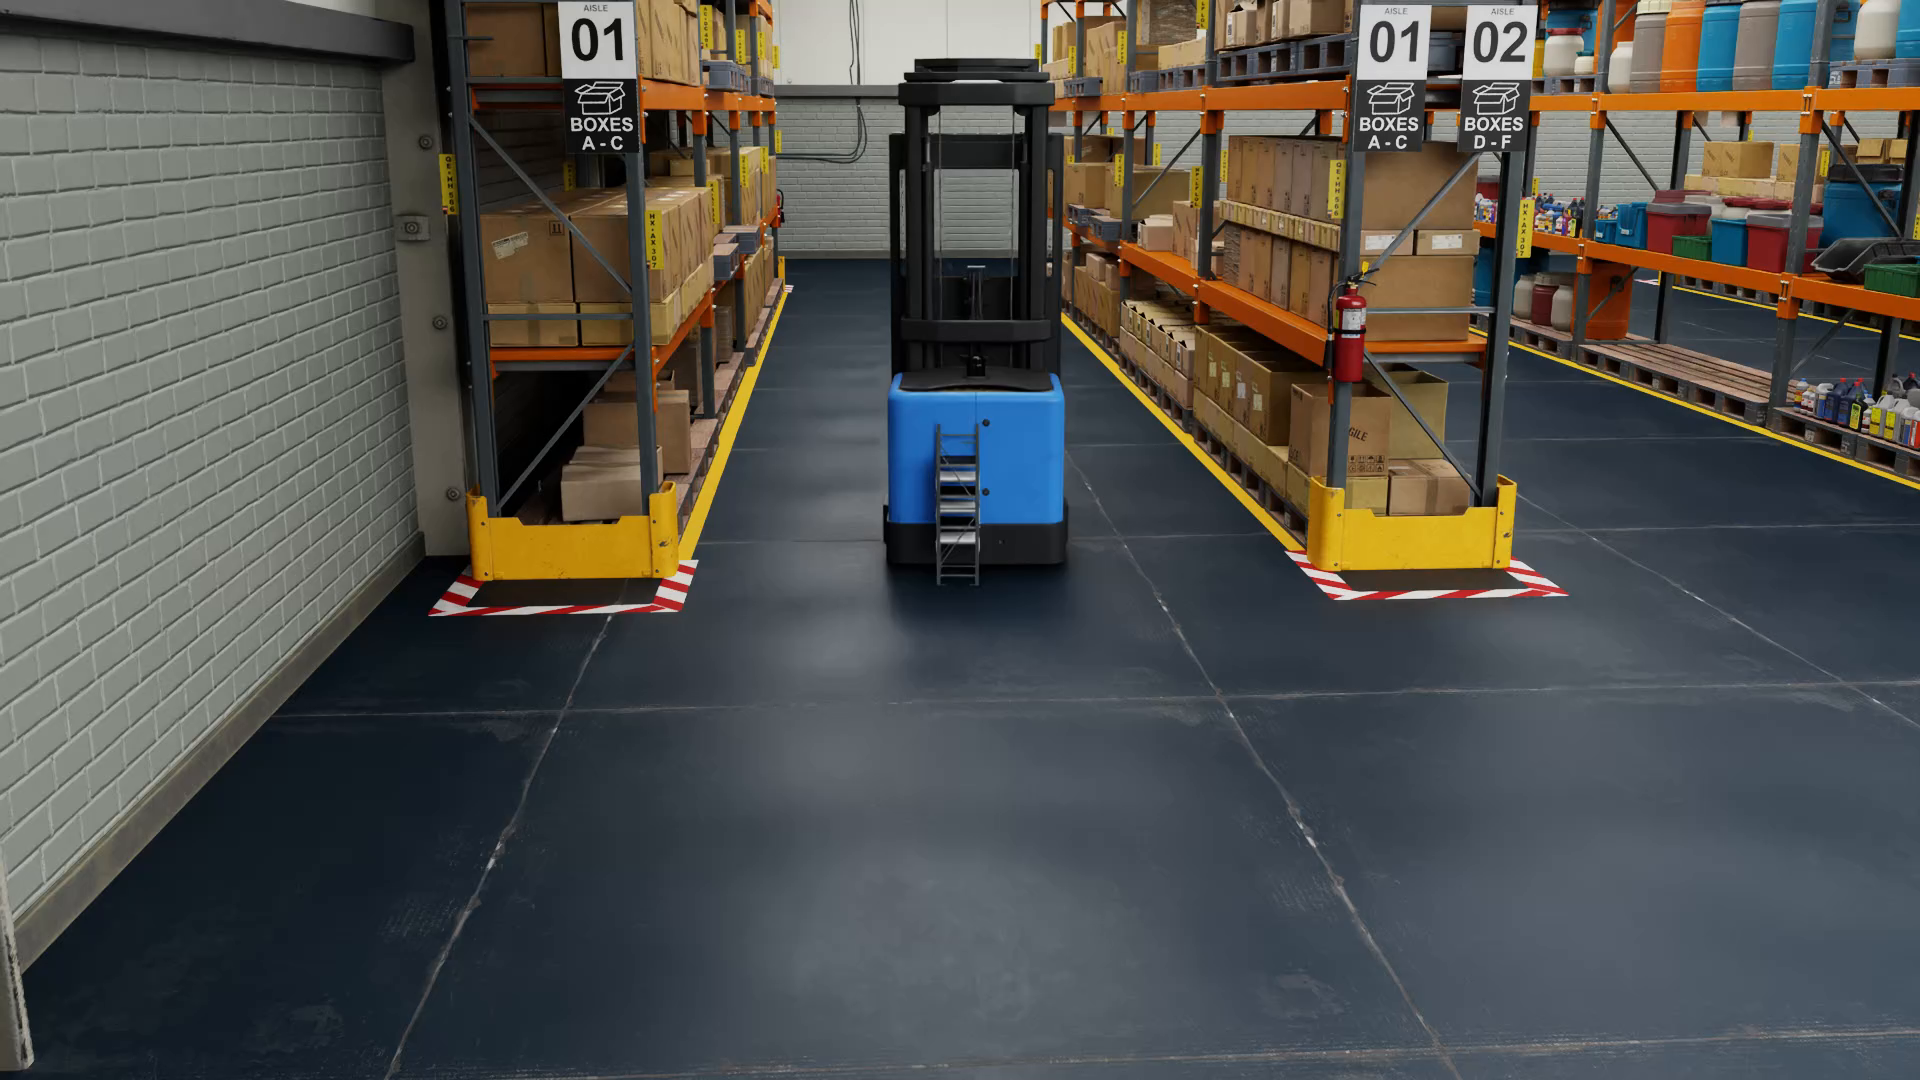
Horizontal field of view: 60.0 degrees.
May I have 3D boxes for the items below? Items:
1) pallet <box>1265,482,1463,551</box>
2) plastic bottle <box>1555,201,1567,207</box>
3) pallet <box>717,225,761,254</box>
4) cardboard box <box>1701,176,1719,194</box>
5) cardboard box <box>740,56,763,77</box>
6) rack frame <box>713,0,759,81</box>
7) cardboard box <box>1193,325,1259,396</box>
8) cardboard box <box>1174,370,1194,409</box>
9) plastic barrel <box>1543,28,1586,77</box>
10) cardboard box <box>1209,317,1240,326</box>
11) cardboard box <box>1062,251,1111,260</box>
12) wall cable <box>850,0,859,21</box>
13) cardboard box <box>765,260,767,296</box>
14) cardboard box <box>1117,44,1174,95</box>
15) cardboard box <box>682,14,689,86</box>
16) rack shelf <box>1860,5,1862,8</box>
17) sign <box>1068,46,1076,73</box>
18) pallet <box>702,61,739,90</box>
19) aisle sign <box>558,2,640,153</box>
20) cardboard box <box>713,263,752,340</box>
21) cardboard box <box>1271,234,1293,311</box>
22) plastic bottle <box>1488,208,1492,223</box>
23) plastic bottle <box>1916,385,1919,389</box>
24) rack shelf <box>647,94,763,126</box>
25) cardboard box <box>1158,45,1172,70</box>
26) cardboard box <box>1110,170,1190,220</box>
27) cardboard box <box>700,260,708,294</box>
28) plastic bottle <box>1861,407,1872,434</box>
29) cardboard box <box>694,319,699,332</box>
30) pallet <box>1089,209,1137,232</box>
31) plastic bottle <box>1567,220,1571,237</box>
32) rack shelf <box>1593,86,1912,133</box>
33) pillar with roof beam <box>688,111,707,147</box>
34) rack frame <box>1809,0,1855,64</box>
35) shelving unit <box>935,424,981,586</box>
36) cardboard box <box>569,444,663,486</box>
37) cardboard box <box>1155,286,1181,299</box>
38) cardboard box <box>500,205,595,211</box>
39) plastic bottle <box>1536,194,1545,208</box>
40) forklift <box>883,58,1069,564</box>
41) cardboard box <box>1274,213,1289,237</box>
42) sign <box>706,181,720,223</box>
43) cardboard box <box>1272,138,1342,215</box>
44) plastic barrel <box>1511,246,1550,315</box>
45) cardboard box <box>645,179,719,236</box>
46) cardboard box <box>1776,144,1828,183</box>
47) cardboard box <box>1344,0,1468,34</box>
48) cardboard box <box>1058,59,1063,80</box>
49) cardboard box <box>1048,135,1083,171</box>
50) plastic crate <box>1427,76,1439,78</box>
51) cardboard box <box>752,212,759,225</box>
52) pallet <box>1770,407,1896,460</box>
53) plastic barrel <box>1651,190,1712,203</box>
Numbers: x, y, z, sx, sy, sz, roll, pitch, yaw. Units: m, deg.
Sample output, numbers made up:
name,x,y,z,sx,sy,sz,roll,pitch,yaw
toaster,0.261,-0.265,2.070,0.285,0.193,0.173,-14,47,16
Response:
name,x,y,z,sx,sy,sz,roll,pitch,yaw
pallet,2.603,-0.165,10.744,1.003,0.211,1.213,-1,14,-3
plastic bottle,7.302,-3.983,20.236,0.152,0.276,0.135,-1,14,-3
pallet,-2.597,-2.970,16.434,1.213,0.211,1.003,-1,14,-3
cardboard box,11.387,-5.276,24.716,0.500,0.250,0.500,-1,14,-4
cardboard box,-2.775,-6.041,21.222,0.500,0.250,0.500,-1,14,-4
rack frame,-2.996,-7.138,20.211,1.000,3.000,0.127,-1,14,-3
cardboard box,2.160,-1.436,13.256,0.500,0.500,0.500,-1,14,-3
cardboard box,2.129,-1.291,14.200,0.500,0.250,0.500,-1,14,-4
plastic barrel,6.880,-5.552,18.948,0.433,0.535,0.433,0,14,0
cardboard box,2.570,-1.953,15.647,0.500,0.311,0.500,0,14,-2
cardboard box,1.827,-3.782,23.331,0.797,0.503,0.637,-1,14,-3
wall cable,-0.537,-10.529,29.486,3.097,2.526,0.112,-1,14,-3
cardboard box,-2.967,-3.538,22.433,0.700,0.500,0.500,-1,14,-4
cardboard box,2.135,-4.925,17.426,0.910,0.500,0.500,-1,14,-3
cardboard box,-2.203,-3.506,11.874,0.500,0.500,0.500,-2,15,-8
rack shelf,11.712,-7.323,23.175,1.077,0.370,4.000,-1,14,-3
sign,1.407,-6.003,20.781,0.100,0.325,0.005,-1,14,-3
pallet,-2.432,-3.760,13.479,1.213,0.211,1.003,-1,14,-3
aisle sign,-1.948,-2.494,8.984,0.394,0.787,0.004,-1,14,-3
cardboard box,-2.662,-2.585,18.026,0.750,0.750,0.750,-1,14,-4
cardboard box,2.577,-1.876,11.596,0.700,0.500,0.500,0,14,-2
plastic bottle,6.555,-4.000,20.452,0.097,0.201,0.097,0,14,0
plastic bottle,7.727,-1.123,13.305,0.144,0.351,0.185,-2,15,-6
rack shelf,-2.872,-4.840,18.741,1.077,0.370,4.000,-1,14,-3
cardboard box,2.280,-4.787,16.550,0.500,0.250,0.500,-2,15,-8
cardboard box,2.045,-3.722,17.930,0.700,0.500,0.500,-6,16,-22
cardboard box,-2.146,-1.943,12.320,0.500,0.250,0.500,-1,14,-3
plastic bottle,7.030,-0.929,12.851,0.097,0.201,0.097,0,14,0
cardboard box,-2.629,-2.031,15.028,0.500,0.250,0.500,-1,14,-5
pallet,2.071,-3.706,19.296,1.003,0.211,1.213,-1,14,-3
plastic bottle,6.700,-3.418,18.189,0.097,0.201,0.097,0,14,0
rack shelf,7.264,-3.998,15.469,1.077,0.370,4.000,-1,14,-3
pillar with roof beam,0.023,-8.858,26.894,9.100,9.000,0.400,-1,14,-3
rack frame,7.388,-5.302,13.073,1.000,3.000,0.127,-1,14,-3
shelving unit,-0.012,-0.198,9.489,0.258,0.900,0.210,0,14,0
cardboard box,-2.241,-0.475,10.865,0.500,0.311,0.500,0,14,1
cardboard box,2.415,-2.566,18.613,0.500,0.500,0.500,-1,14,-5
cardboard box,-2.515,-1.788,10.212,0.500,0.500,0.500,-1,14,-3
plastic bottle,7.143,-4.090,20.503,0.144,0.351,0.185,-1,14,-3
forklift,0.104,-1.586,10.810,1.130,2.935,3.031,0,14,0
cardboard box,2.380,-2.166,11.424,0.380,0.149,0.250,-1,14,-4
sign,-1.959,-2.673,13.158,0.100,0.325,0.005,-1,14,-3
cardboard box,2.571,-2.513,11.469,0.700,0.500,0.500,-1,14,-3
plastic barrel,6.953,-3.261,20.551,0.600,0.901,0.708,-1,14,-3
cardboard box,-2.609,-3.073,15.368,0.700,0.500,0.500,-1,14,-3
cardboard box,11.514,-5.132,22.651,0.500,0.500,0.500,-1,14,-3
cardboard box,2.660,-3.243,9.760,0.797,0.503,0.637,0,14,0
cardboard box,1.591,-6.298,22.263,0.500,0.250,0.500,-1,14,-3
cardboard box,1.505,-5.594,24.039,0.500,0.500,0.500,-1,14,-3
plastic crate,6.465,-6.419,23.560,0.504,0.338,0.767,-1,14,-3
cardboard box,-2.607,-3.849,19.930,0.380,0.149,0.250,-1,14,-3
pallet,7.388,-0.878,13.516,1.003,0.211,1.213,-1,14,-3
plastic barrel,7.471,-3.346,17.239,0.600,0.536,0.708,-1,14,-3
